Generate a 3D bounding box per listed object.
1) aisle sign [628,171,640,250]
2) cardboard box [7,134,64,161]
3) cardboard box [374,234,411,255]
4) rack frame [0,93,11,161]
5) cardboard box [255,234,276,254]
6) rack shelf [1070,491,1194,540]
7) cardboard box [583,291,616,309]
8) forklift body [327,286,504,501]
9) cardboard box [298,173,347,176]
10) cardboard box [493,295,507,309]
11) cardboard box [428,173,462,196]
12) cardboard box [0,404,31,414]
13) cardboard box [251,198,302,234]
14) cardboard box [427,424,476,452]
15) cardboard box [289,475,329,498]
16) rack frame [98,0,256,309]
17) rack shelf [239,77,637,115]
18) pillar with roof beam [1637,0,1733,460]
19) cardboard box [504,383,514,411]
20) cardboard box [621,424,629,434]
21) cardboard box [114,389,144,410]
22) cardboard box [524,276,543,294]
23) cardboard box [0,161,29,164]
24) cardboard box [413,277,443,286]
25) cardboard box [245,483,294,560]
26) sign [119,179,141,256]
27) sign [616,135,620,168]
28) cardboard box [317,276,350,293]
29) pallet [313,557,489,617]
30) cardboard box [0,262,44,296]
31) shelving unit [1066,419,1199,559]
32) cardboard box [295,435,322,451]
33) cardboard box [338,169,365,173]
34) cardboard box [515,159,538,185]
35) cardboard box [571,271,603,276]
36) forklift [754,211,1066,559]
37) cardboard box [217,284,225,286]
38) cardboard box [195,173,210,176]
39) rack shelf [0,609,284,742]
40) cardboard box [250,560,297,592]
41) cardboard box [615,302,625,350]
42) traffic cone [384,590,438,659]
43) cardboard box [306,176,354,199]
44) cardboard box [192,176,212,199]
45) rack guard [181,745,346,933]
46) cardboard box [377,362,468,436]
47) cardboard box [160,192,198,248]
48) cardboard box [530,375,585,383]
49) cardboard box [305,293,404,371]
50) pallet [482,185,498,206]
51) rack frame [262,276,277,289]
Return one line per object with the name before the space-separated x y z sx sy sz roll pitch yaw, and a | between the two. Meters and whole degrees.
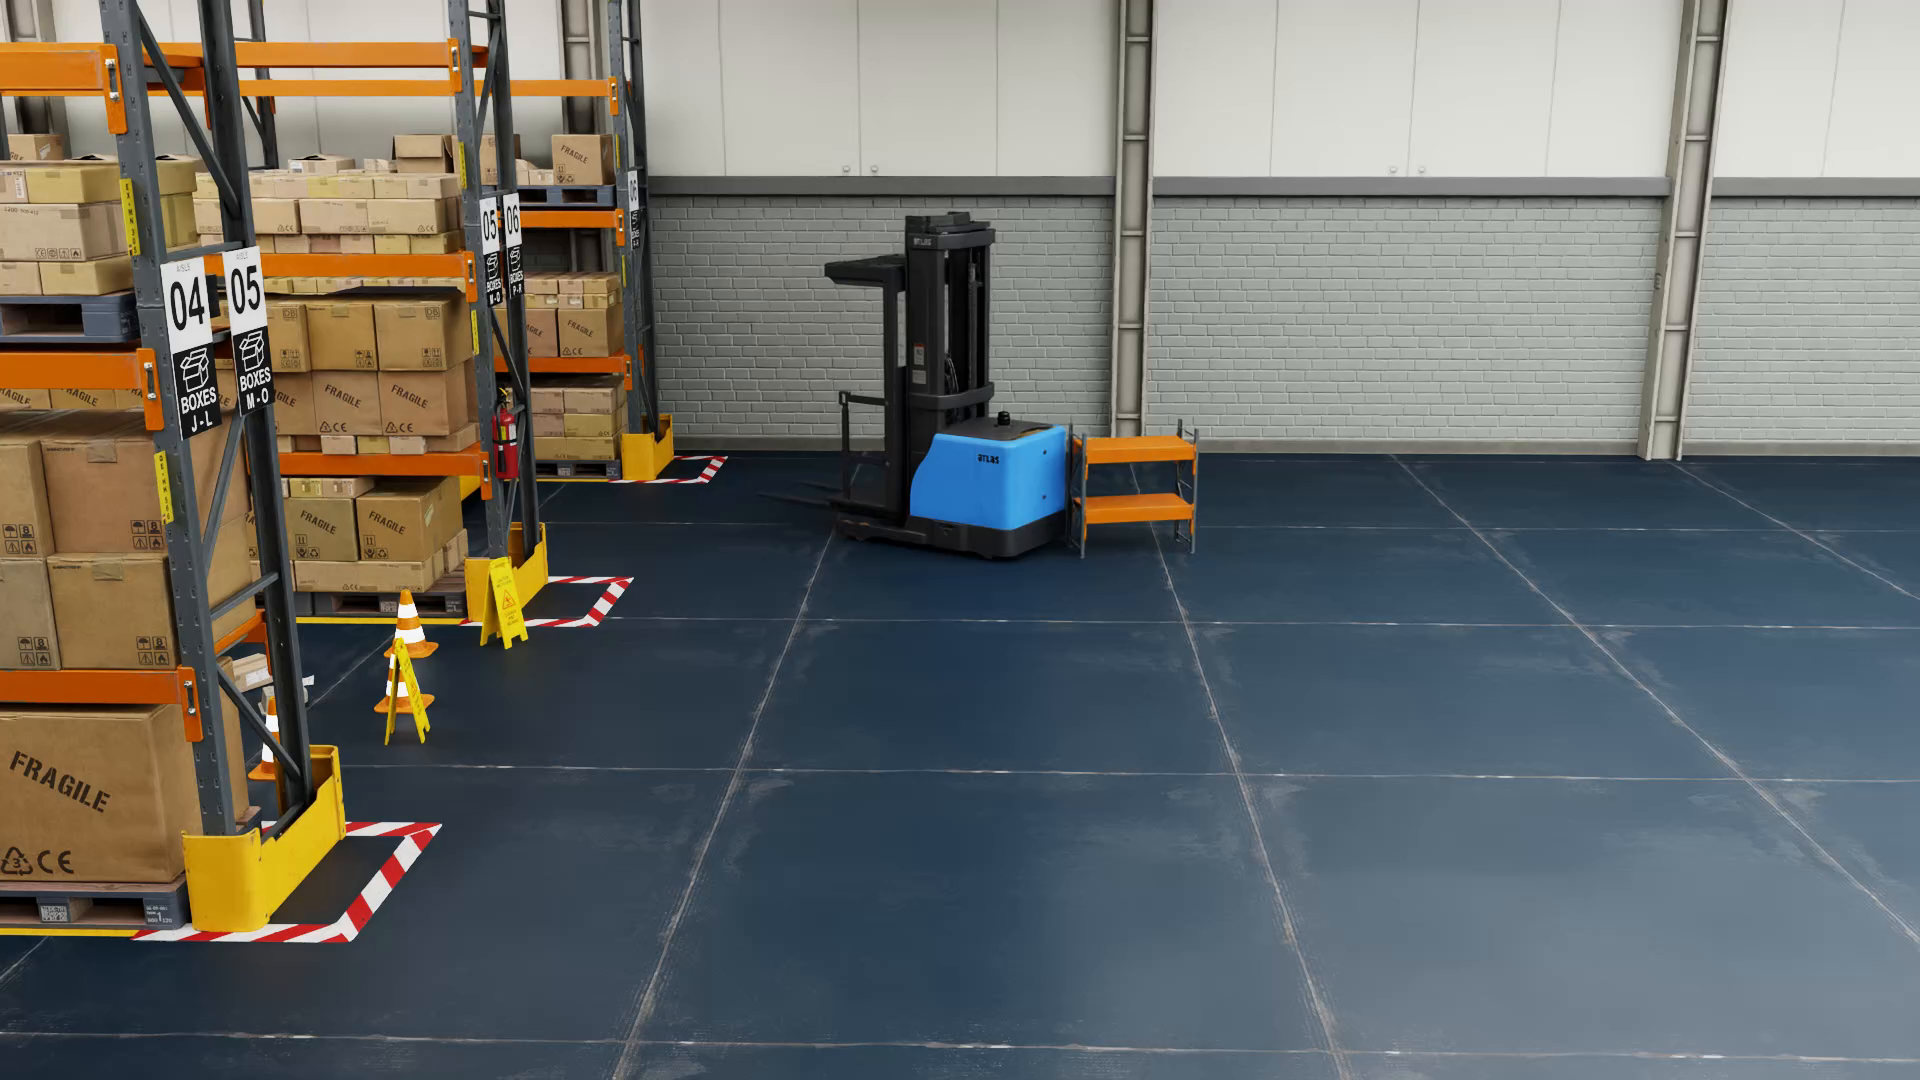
aisle sign | -3.370 -3.411 17.203 0.004 0.787 0.394 0 15 1
cardboard box | -9.690 -3.958 17.277 0.500 0.500 0.500 1 15 3
cardboard box | -4.165 -2.217 12.384 0.250 0.149 0.380 0 15 2
rack frame | -7.550 -3.890 12.356 0.127 3.000 1.000 0 15 1
cardboard box | -5.195 -2.239 12.469 0.250 0.149 0.380 0 15 0
rack shelf | 1.528 -0.227 14.863 1.000 0.278 0.538 -3 15 -11
cardboard box | -3.782 -2.522 17.462 0.250 0.149 0.380 1 15 2
forklift body | -5.371 -1.366 16.212 1.214 2.155 2.313 0 15 1
cardboard box | -4.901 -2.745 12.824 0.250 0.149 0.380 0 15 1
cardboard box | -4.812 -2.528 17.484 0.250 0.149 0.380 0 15 0
cardboard box | -3.902 -2.732 12.776 0.250 0.149 0.380 0 15 1
cardboard box | -5.055 -0.326 8.194 0.550 0.550 0.875 0 15 1
cardboard box | -5.092 -2.426 12.395 0.500 0.250 0.500 1 15 3
cardboard box | -3.931 -0.790 12.857 0.250 0.149 0.380 1 15 3
cardboard box | -4.979 -0.440 12.862 0.250 0.149 0.380 1 15 2
rack frame | -3.577 -2.601 7.470 0.127 3.000 1.000 0 15 1
rack shelf | -5.428 -4.602 17.247 4.000 0.370 1.077 0 15 1
pillar with roof beam | 7.785 -4.188 13.486 0.400 9.000 9.100 0 15 1
cardboard box | -4.912 -1.512 17.709 0.500 0.250 0.500 1 15 2
cardboard box | -3.915 -1.156 18.318 0.500 0.250 0.500 0 15 2
cardboard box | -6.114 -1.104 12.775 0.500 0.500 0.500 0 15 1
cardboard box | -4.549 -2.693 17.526 0.250 0.149 0.380 0 15 2
cardboard box | -4.662 -1.755 8.052 0.250 0.149 0.380 1 15 2
cardboard box | -5.577 -2.698 17.547 0.250 0.149 0.380 0 15 2
cardboard box | -5.385 -0.146 13.020 0.500 0.500 0.500 0 15 0
sign | -3.605 -1.402 7.225 0.005 0.325 0.100 0 15 1
sign | -3.456 -3.931 16.810 0.005 0.325 0.100 0 15 1
cardboard box | -6.597 -2.706 17.574 0.250 0.149 0.380 0 15 0
pallet | -4.439 0.370 13.434 1.213 0.211 1.003 0 15 1
cardboard box | -4.170 -1.198 7.506 0.250 0.149 0.380 0 15 2
shelving unit | 1.528 -0.463 14.800 1.048 1.125 0.538 -3 15 -11
cardboard box | -4.953 -0.802 12.902 0.250 0.149 0.380 1 15 2
cardboard box | -6.218 -3.750 17.178 0.250 0.149 0.380 1 15 3
cardboard box | -4.518 -3.796 17.121 0.258 0.266 0.396 0 15 2
cardboard box | -4.023 -2.810 17.968 0.250 0.149 0.380 1 15 3
forklift | -0.545 -1.514 15.242 3.031 2.935 1.130 10 18 32
cardboard box | -8.040 -2.690 18.097 0.250 0.149 0.380 0 15 0
cardboard box | -5.929 -2.766 12.905 0.250 0.149 0.380 1 15 2
rack shelf | -5.576 0.634 8.376 4.000 0.370 1.077 0 15 1
cardboard box | -5.407 0.219 13.107 0.500 0.250 0.500 0 15 -1
cardboard box | -3.917 -2.352 18.088 0.500 0.500 0.500 1 15 3
traffic cone | -4.014 0.589 12.109 0.334 0.463 0.336 0 15 1
cardboard box | -4.662 -2.628 12.381 0.250 0.149 0.380 0 15 2
cardboard box | -5.688 -2.630 12.387 0.250 0.149 0.380 1 15 3
rack guard | -3.553 1.508 8.553 0.348 0.500 1.175 0 15 1
cardboard box | -4.101 -1.089 12.718 0.500 0.500 0.500 0 15 0
cardboard box | -4.053 -1.542 8.027 0.500 0.250 0.500 0 15 1
cardboard box | -4.404 -1.640 18.193 0.500 0.250 0.500 0 15 2
cardboard box | -4.574 -1.592 12.665 0.500 0.500 0.700 1 15 2
pallet | -5.357 -3.655 17.519 1.213 0.211 1.003 0 15 1
rack frame | -7.427 -2.255 17.919 0.127 3.000 1.000 0 15 1
